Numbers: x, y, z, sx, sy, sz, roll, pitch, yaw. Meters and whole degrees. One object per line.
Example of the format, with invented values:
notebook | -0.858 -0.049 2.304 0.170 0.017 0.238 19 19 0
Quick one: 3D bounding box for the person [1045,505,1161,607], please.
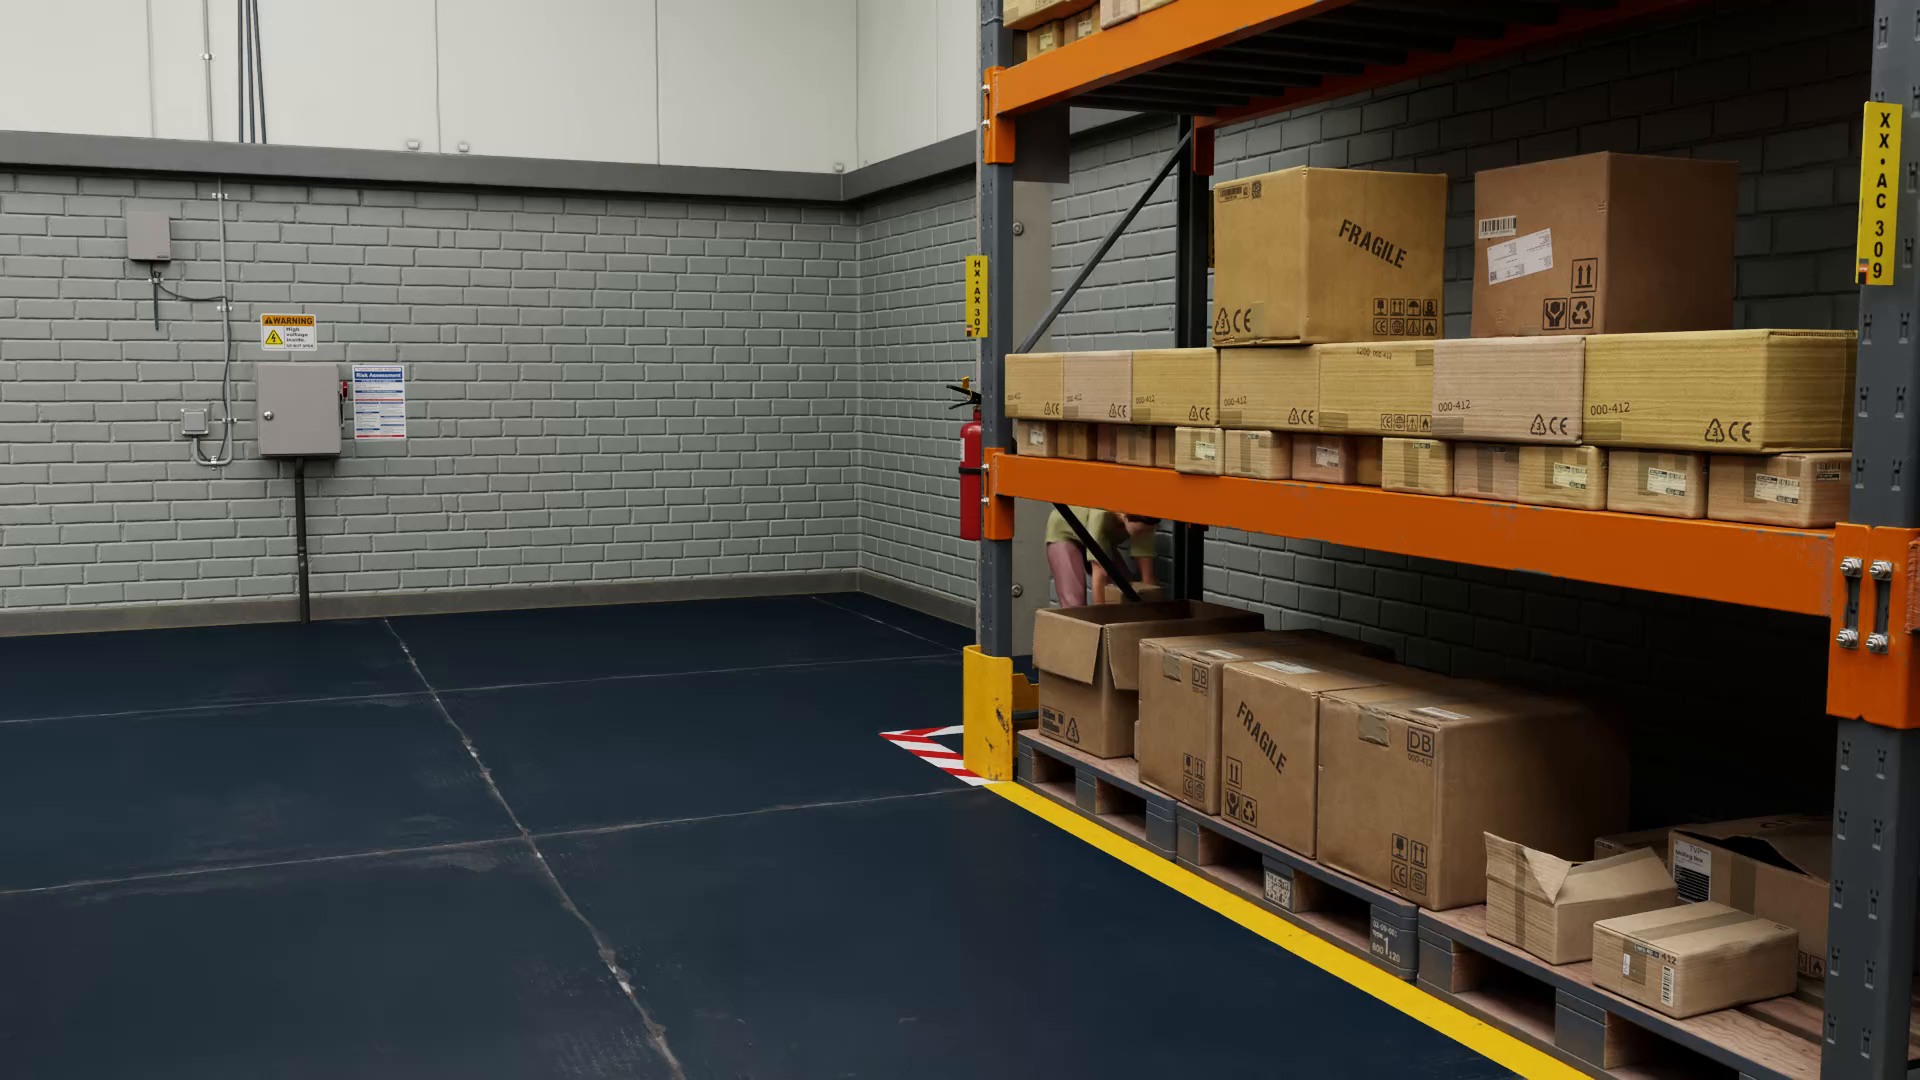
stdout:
person | 0.750 0.243 8.523 0.458 1.086 0.863 -3 6 -27
